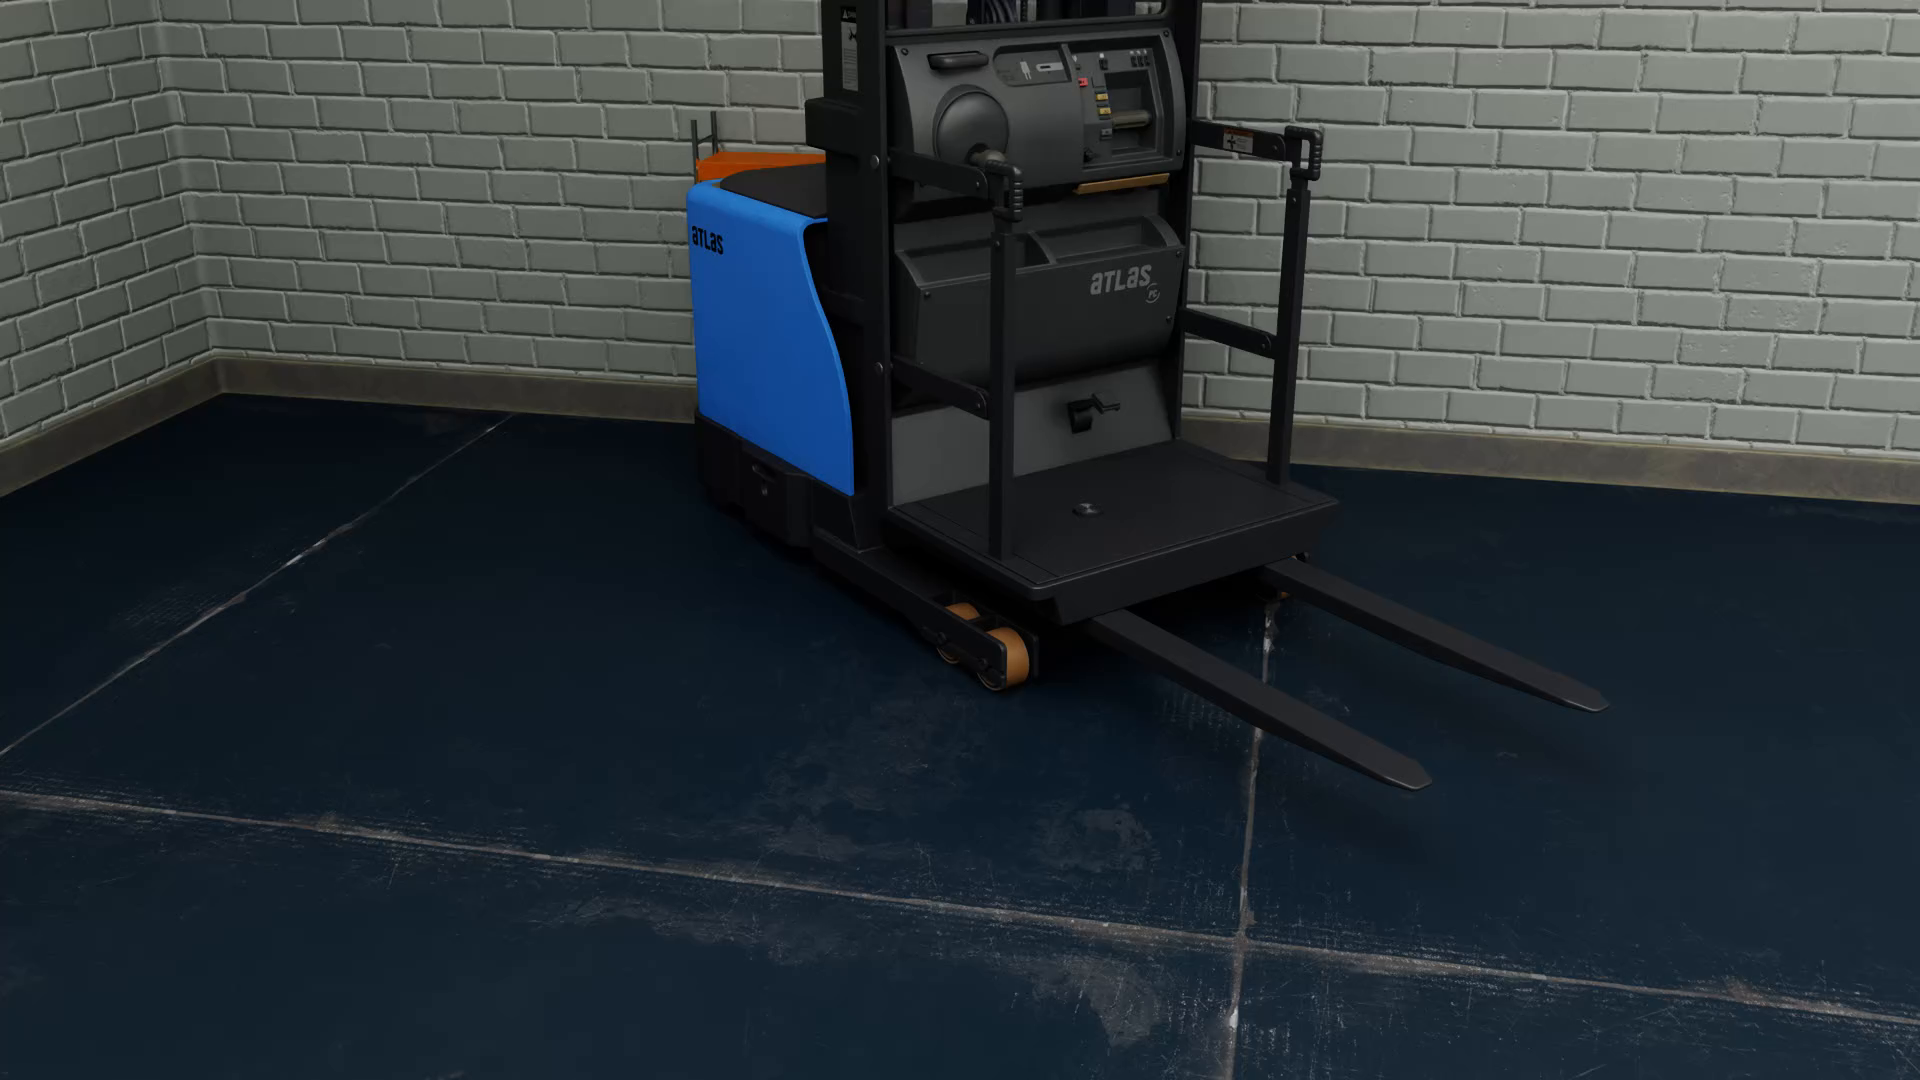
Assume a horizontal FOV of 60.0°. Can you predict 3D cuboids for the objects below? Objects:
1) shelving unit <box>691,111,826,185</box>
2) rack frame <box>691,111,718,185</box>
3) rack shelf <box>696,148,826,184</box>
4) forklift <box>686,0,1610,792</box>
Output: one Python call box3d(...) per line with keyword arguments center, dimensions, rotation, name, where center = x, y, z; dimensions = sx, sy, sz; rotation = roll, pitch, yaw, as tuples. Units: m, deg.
box3d(center=(-0.662, -0.922, 6.037), dimensions=(0.503, 1.200, 0.258), rotation=(4, 22, 9), name="shelving unit")
box3d(center=(-0.903, -0.938, 6.077), dimensions=(0.015, 1.200, 0.240), rotation=(4, 22, 9), name="rack frame")
box3d(center=(-0.662, -1.287, 5.890), dimensions=(0.480, 0.148, 0.258), rotation=(4, 22, 9), name="rack shelf")
box3d(center=(0.357, -1.168, 4.329), dimensions=(1.130, 2.935, 3.031), rotation=(-15, 26, -32), name="forklift")
